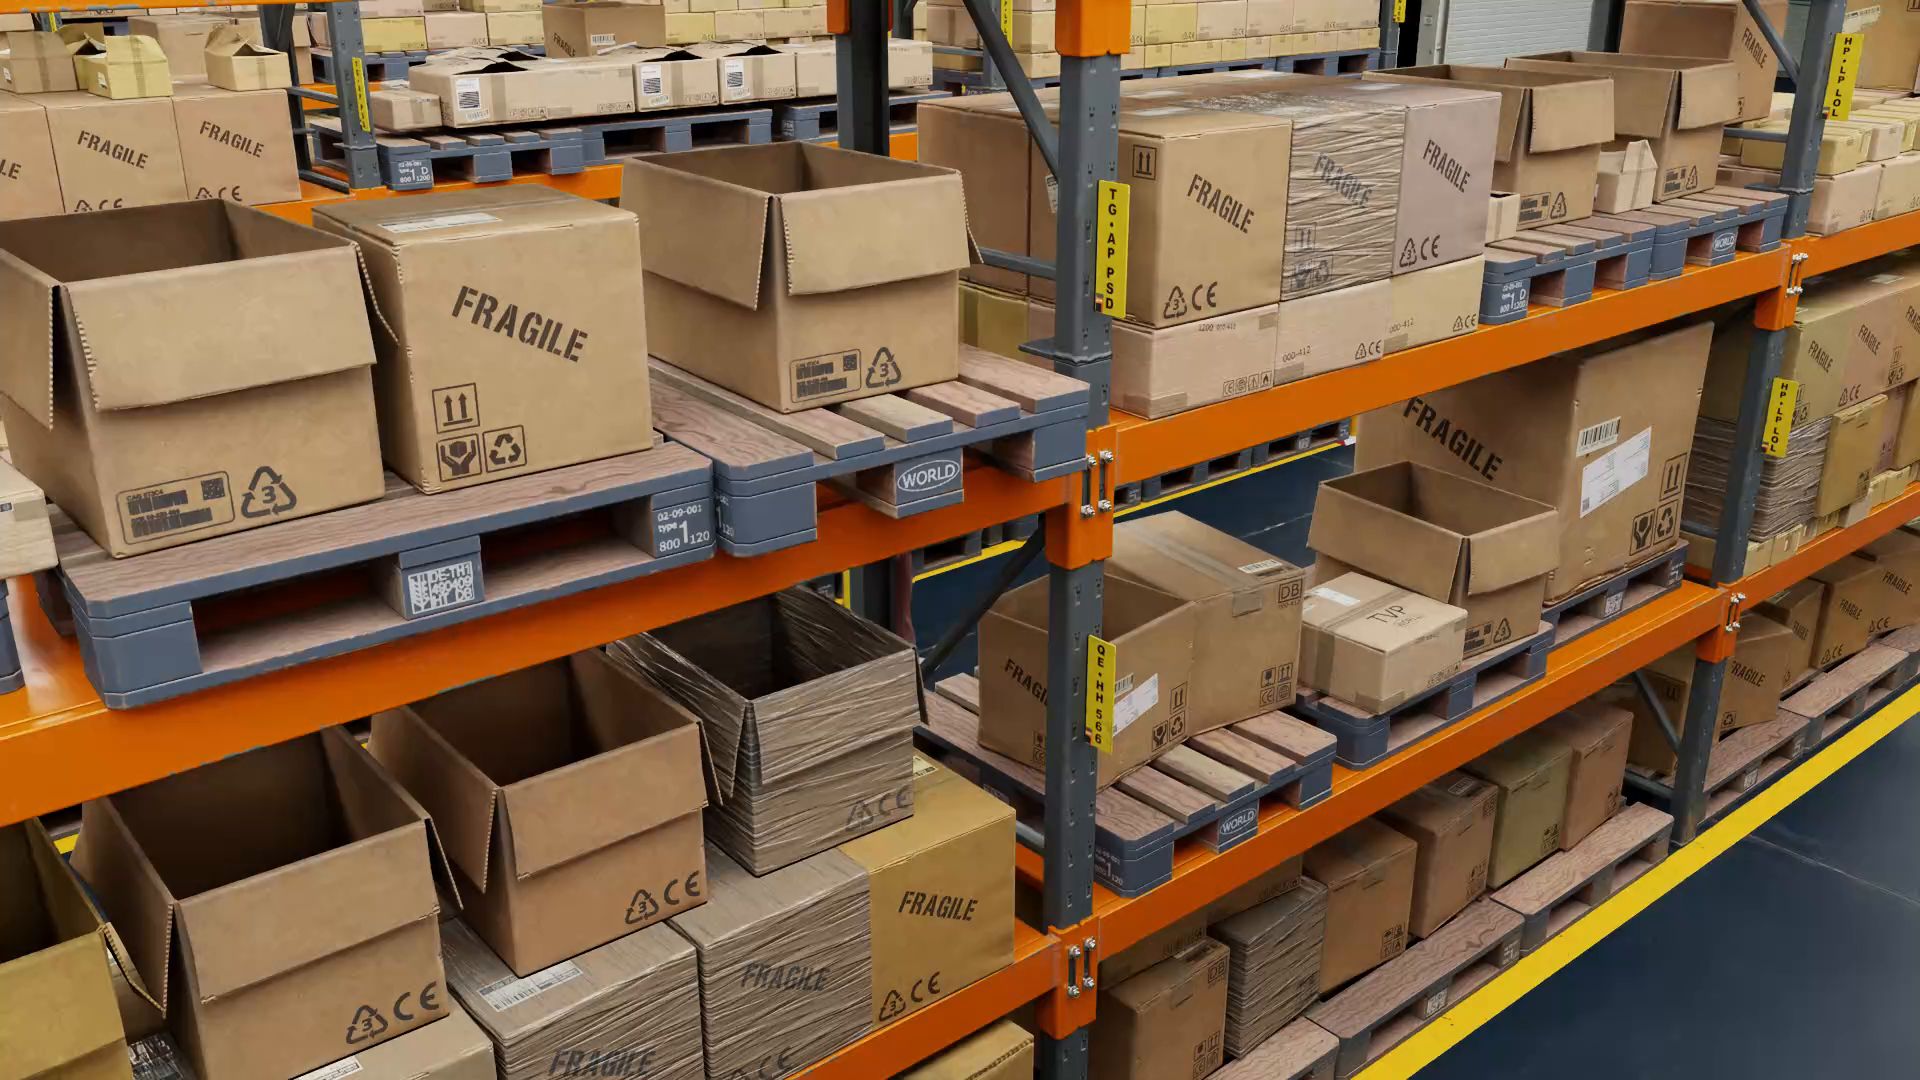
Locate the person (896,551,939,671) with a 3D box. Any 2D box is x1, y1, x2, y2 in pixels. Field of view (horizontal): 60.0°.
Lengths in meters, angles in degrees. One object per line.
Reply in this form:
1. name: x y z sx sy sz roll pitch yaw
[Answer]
1. person: -0.405 0.001 9.079 0.558 1.669 0.535 2 21 5
